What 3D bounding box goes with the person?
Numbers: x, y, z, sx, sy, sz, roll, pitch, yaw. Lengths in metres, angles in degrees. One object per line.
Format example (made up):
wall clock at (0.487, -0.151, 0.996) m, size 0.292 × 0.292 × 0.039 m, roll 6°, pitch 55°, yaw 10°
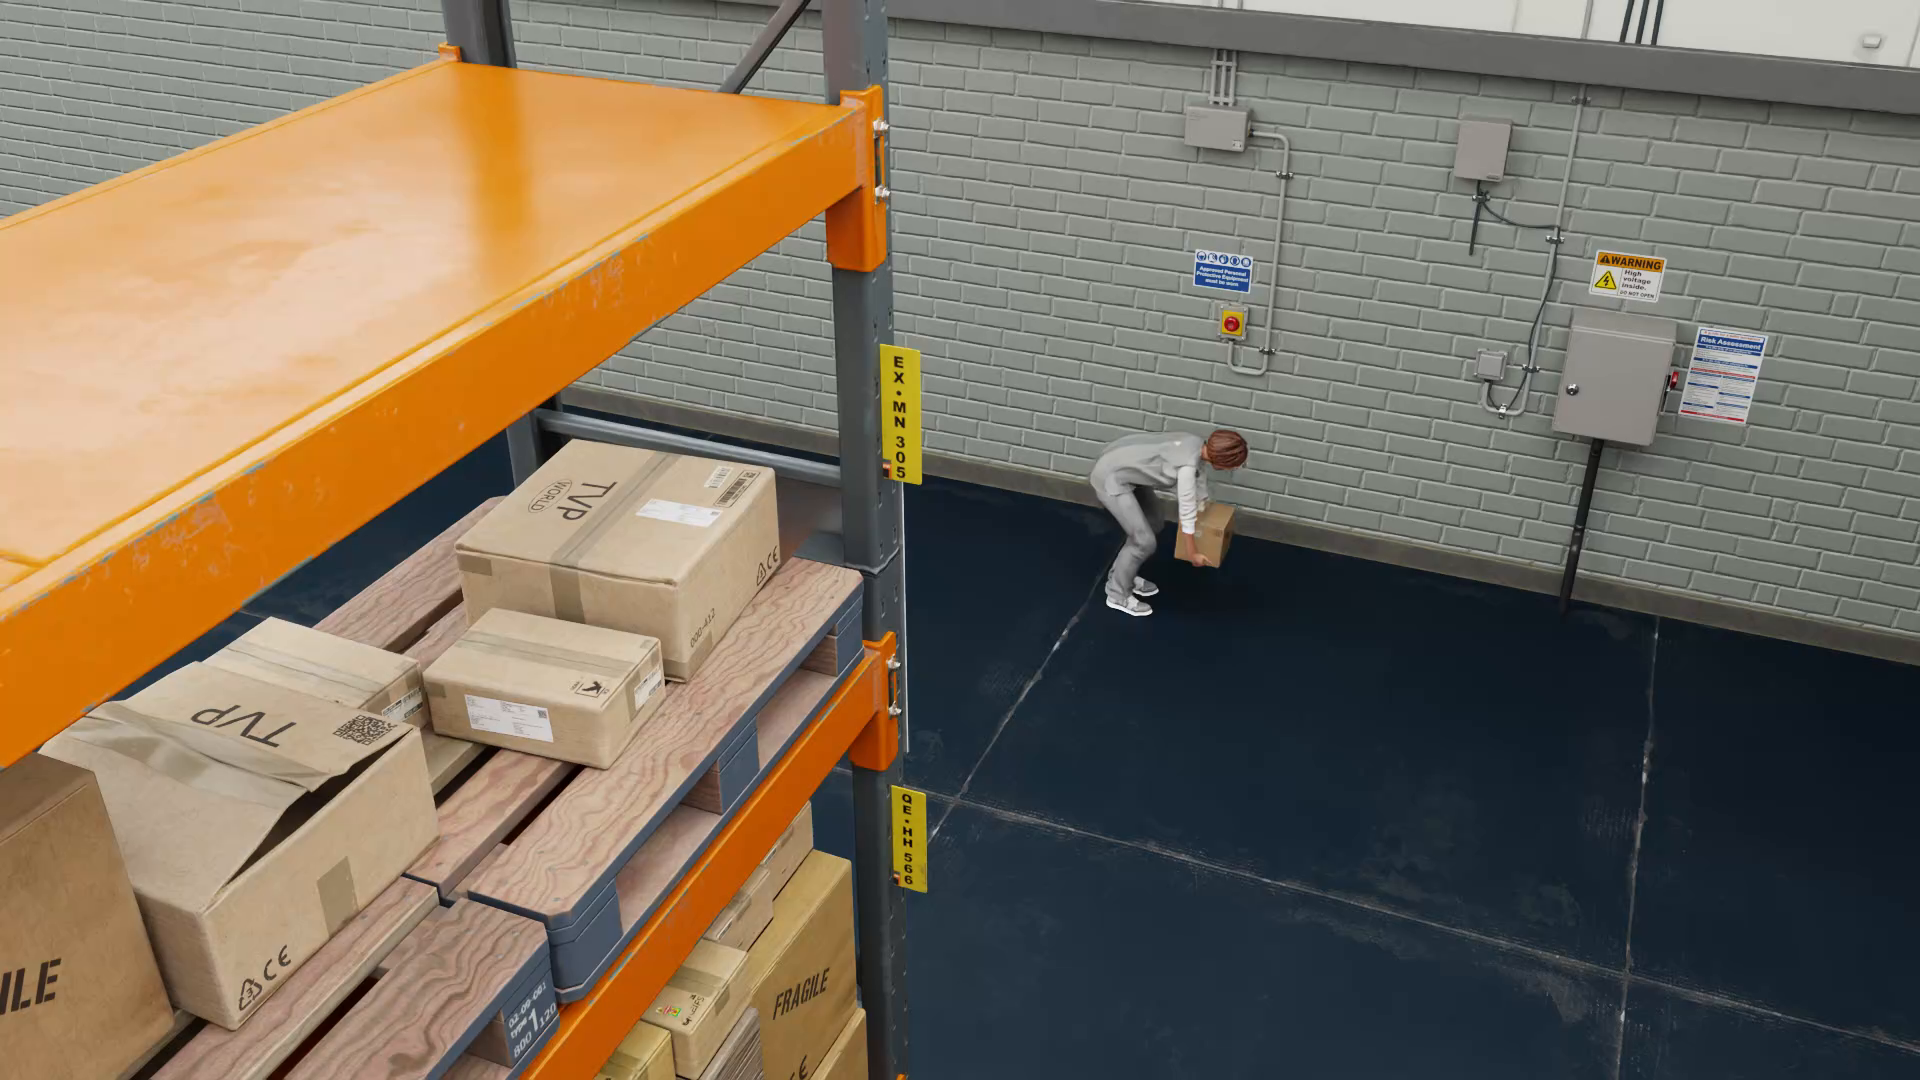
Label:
person at (1.114, -0.120, 9.063) m, size 0.836 × 1.138 × 0.395 m, roll 10°, pitch 32°, yaw 17°
